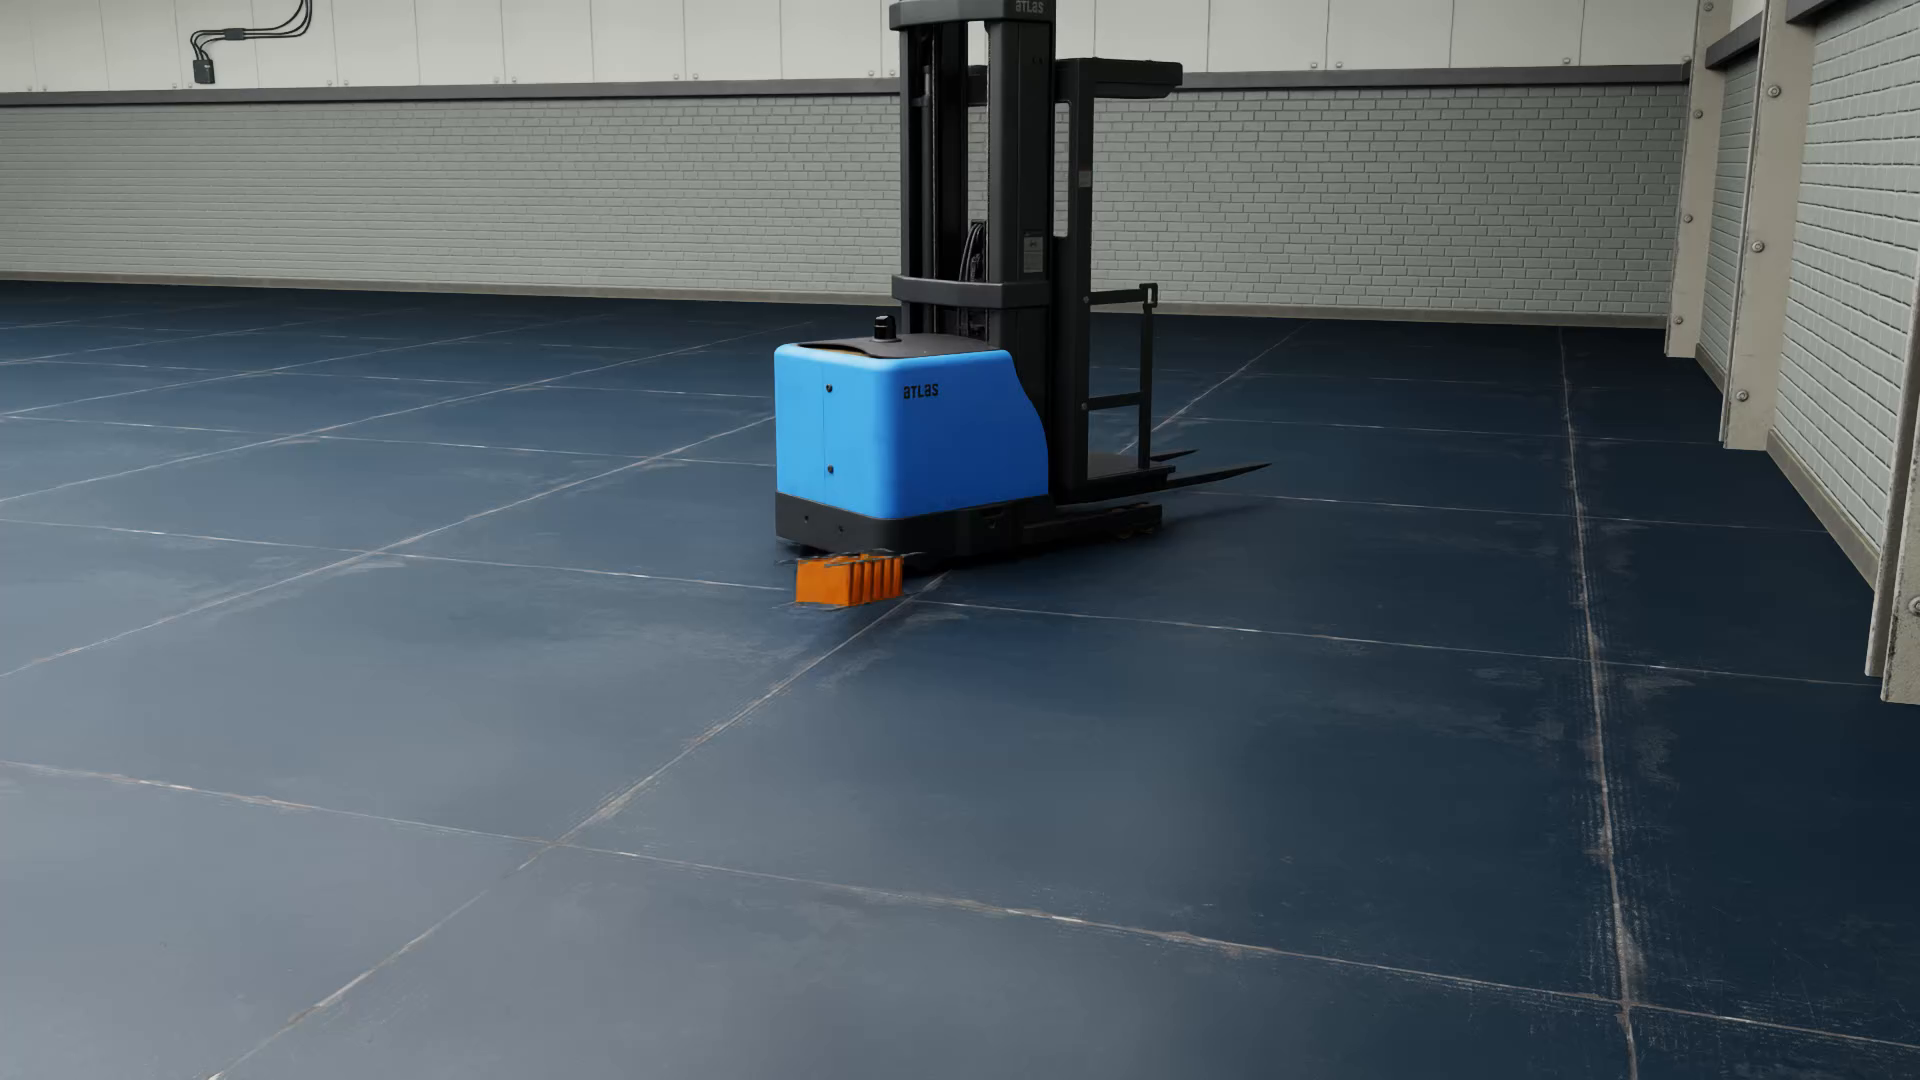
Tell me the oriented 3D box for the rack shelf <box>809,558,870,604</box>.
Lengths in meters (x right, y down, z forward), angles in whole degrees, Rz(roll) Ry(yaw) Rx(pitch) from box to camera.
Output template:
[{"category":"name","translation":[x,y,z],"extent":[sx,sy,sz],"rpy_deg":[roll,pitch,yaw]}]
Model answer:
[{"category":"rack shelf","translation":[-0.526,0.175,7.167],"extent":[0.258,0.180,0.103],"rpy_deg":[4,4,18]}]

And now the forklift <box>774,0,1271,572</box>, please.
[{"category":"forklift","translation":[0.487,-1.517,9.048],"extent":[3.031,2.935,1.130],"rpy_deg":[-10,16,-38]}]

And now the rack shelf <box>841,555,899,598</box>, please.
[{"category":"rack shelf","translation":[-0.413,0.160,7.509],"extent":[0.258,0.180,0.103],"rpy_deg":[4,4,18]}]

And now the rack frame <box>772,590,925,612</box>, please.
[{"category":"rack frame","translation":[-0.469,0.258,7.358],"extent":[0.240,0.006,1.200],"rpy_deg":[4,4,18]}]

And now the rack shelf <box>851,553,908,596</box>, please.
[{"category":"rack shelf","translation":[-0.375,0.155,7.623],"extent":[0.258,0.180,0.103],"rpy_deg":[4,4,18]}]

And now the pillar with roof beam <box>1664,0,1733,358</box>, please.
[{"category":"pillar with roof beam","translation":[3.521,-6.643,17.868],"extent":[9.100,9.000,0.400],"rpy_deg":[4,14,18]}]

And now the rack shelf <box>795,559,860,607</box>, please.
[{"category":"rack shelf","translation":[-0.563,0.179,7.053],"extent":[0.258,0.180,0.103],"rpy_deg":[4,4,18]}]

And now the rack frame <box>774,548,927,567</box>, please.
[{"category":"rack frame","translation":[-0.459,0.076,7.347],"extent":[0.240,0.006,1.200],"rpy_deg":[4,4,18]}]

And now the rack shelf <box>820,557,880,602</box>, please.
[{"category":"rack shelf","translation":[-0.488,0.170,7.281],"extent":[0.258,0.180,0.103],"rpy_deg":[4,4,18]}]

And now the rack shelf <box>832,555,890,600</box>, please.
[{"category":"rack shelf","translation":[-0.450,0.165,7.395],"extent":[0.258,0.180,0.103],"rpy_deg":[4,4,18]}]

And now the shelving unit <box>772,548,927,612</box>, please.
[{"category":"shelving unit","translation":[-0.464,0.167,7.353],"extent":[0.258,0.189,1.200],"rpy_deg":[4,4,18]}]

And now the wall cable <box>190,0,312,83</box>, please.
[{"category":"wall cable","translation":[-11.029,-10.097,25.360],"extent":[2.305,6.003,0.169],"rpy_deg":[4,14,18]}]

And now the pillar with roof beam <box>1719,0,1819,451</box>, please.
[{"category":"pillar with roof beam","translation":[1.580,-5.379,12.333],"extent":[9.100,9.000,0.400],"rpy_deg":[4,14,18]}]

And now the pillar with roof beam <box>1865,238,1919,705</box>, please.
[{"category":"pillar with roof beam","translation":[-0.362,-4.116,6.798],"extent":[9.100,9.000,0.400],"rpy_deg":[4,14,18]}]
